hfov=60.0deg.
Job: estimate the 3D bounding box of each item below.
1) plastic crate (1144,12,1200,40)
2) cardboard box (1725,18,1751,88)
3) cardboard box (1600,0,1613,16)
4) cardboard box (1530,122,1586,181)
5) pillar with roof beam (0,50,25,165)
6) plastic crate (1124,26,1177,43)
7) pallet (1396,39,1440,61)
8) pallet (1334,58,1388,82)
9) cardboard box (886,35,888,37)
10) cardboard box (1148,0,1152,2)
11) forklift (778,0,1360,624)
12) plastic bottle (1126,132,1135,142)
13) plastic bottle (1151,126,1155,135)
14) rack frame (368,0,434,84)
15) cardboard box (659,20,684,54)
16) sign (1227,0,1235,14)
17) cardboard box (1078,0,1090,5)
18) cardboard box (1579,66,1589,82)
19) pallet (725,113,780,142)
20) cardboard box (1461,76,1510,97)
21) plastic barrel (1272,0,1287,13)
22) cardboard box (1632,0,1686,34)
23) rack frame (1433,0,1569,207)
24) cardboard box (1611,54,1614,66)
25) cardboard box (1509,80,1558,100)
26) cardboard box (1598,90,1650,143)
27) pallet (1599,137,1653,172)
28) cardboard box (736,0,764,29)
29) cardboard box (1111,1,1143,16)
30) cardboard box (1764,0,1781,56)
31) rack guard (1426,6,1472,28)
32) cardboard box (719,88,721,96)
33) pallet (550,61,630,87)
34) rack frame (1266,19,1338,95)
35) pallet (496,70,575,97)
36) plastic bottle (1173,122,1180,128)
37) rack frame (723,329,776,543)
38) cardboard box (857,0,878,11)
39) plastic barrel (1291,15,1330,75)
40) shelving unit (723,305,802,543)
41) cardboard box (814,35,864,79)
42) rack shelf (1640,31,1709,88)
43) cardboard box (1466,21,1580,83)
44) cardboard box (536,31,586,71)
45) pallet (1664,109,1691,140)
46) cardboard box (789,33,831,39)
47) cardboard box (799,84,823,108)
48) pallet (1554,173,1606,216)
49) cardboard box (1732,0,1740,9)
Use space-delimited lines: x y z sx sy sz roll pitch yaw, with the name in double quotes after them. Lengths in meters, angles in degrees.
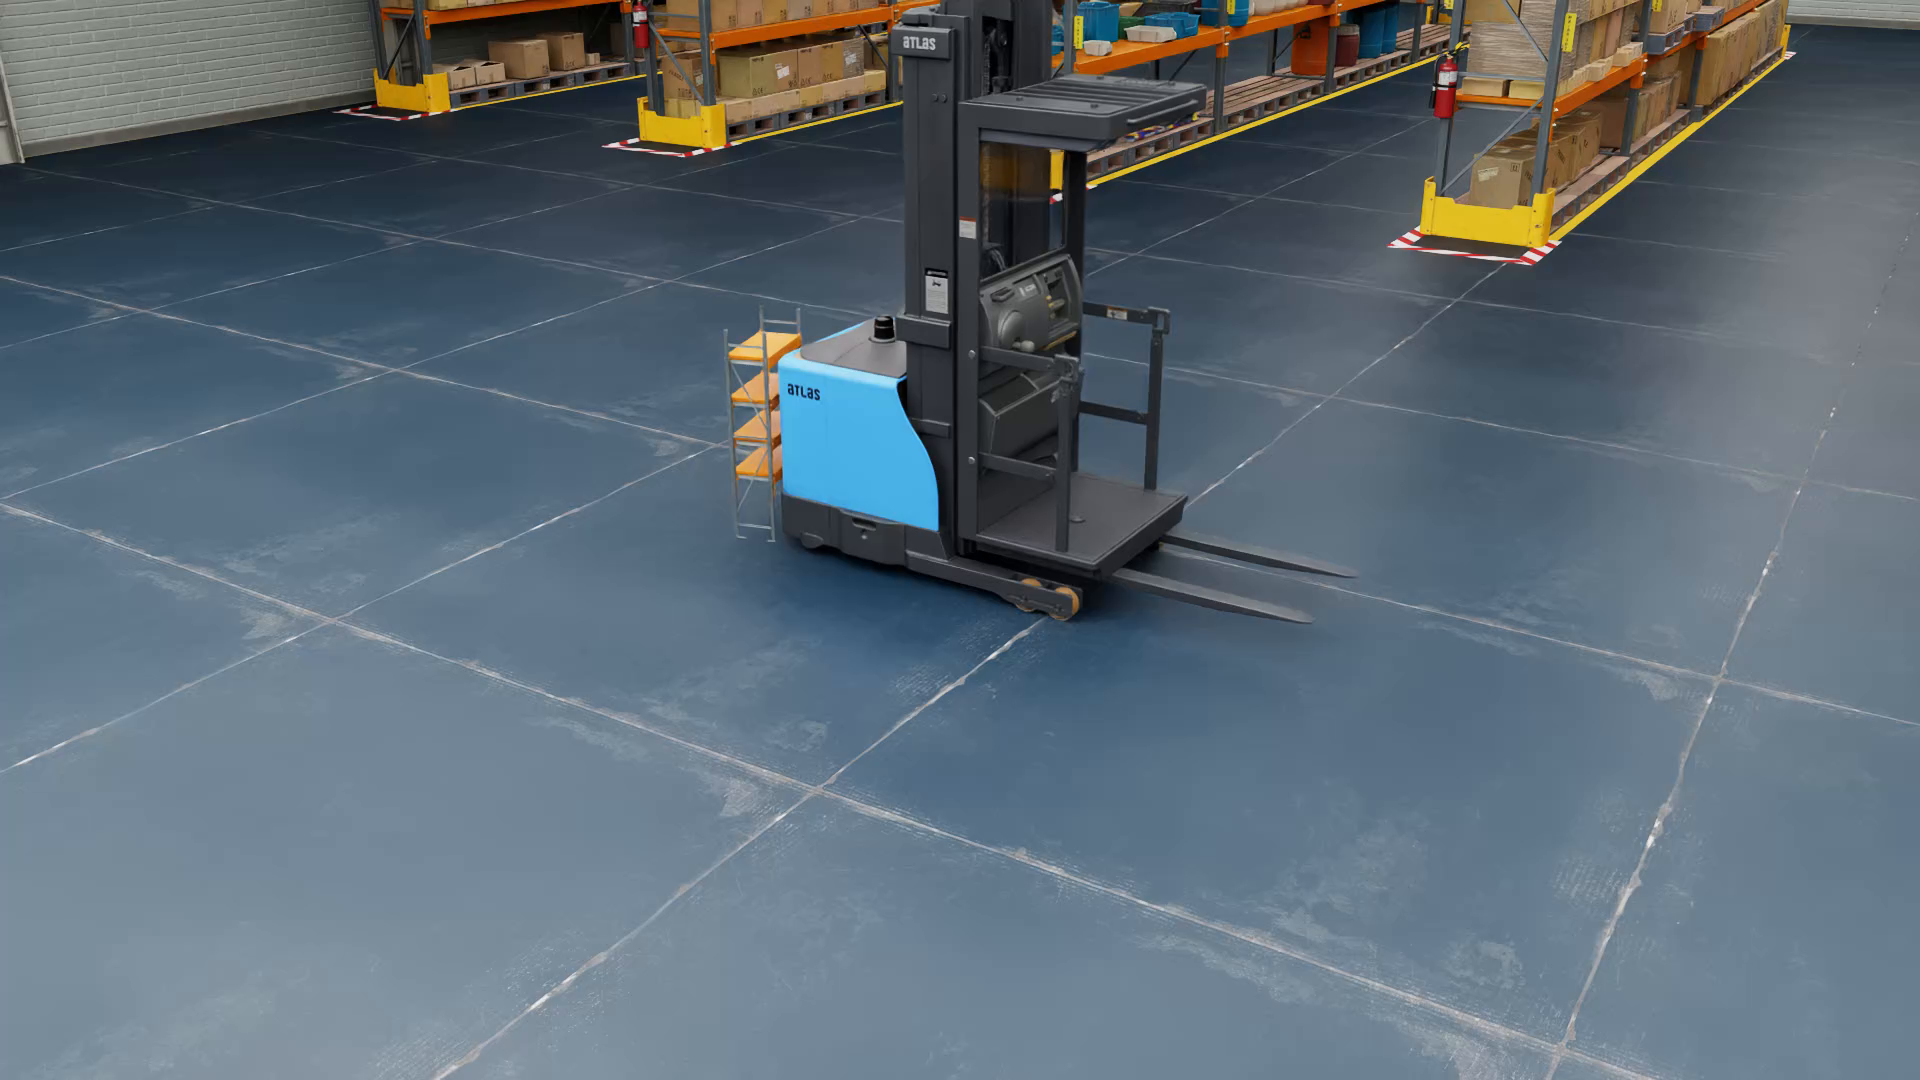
2.530 -6.147 19.861 0.499 0.251 0.616 14 27 29 "plastic crate"
10.520 -7.004 23.798 1.225 0.875 0.875 13 27 27 "cardboard box"
6.035 -5.364 16.106 0.500 0.500 0.500 14 27 29 "cardboard box"
6.290 -4.106 17.577 0.500 0.500 0.500 11 26 24 "cardboard box"
-7.517 -7.615 15.514 9.100 9.000 0.400 14 27 29 "pillar with roof beam"
2.242 -5.924 19.490 0.530 0.136 0.437 14 27 29 "plastic crate"
7.458 -8.323 28.209 1.003 0.211 1.213 14 27 29 "pallet"
6.018 -7.401 26.081 1.003 0.211 1.213 14 27 29 "pallet"
-0.818 -7.415 24.829 0.500 0.311 0.500 14 27 29 "cardboard box"
3.884 -10.077 31.339 0.797 0.503 0.637 14 27 29 "cardboard box"
0.540 -1.181 8.289 3.031 2.935 1.130 14 27 29 "forklift"
1.994 -4.792 19.425 0.097 0.271 0.097 0 23 0 "plastic bottle"
2.280 -4.943 19.861 0.097 0.201 0.097 0 23 0 "plastic bottle"
-7.643 -7.372 22.503 1.000 3.000 0.127 14 27 29 "rack frame"
-4.929 -8.214 27.040 0.700 0.500 0.500 13 27 28 "cardboard box"
3.345 -6.654 20.496 0.100 0.325 0.005 14 27 29 "sign"
1.907 -9.334 28.685 0.500 0.250 0.500 14 27 29 "cardboard box"
5.988 -4.612 16.444 0.380 0.149 0.250 14 27 29 "cardboard box"
-3.065 -5.322 21.278 1.003 0.211 1.213 14 27 29 "pallet"
4.956 -4.282 15.682 0.380 0.149 0.250 14 27 29 "cardboard box"
4.190 -7.379 22.348 0.433 0.535 0.433 0 23 0 "plastic barrel"
7.629 -6.315 18.777 1.000 1.000 1.000 14 27 29 "cardboard box"
4.981 -4.258 15.310 1.000 3.000 0.127 14 27 29 "rack frame"
6.624 -5.040 17.432 0.380 0.149 0.250 14 27 29 "cardboard box"
5.334 -4.189 15.466 0.380 0.149 0.250 14 27 29 "cardboard box"
7.701 -5.022 19.668 0.700 0.500 0.500 14 27 29 "cardboard box"
7.501 -4.591 19.590 1.003 0.211 1.213 14 27 29 "pallet"
-2.903 -6.714 20.858 0.700 0.500 0.500 15 27 30 "cardboard box"
2.880 -9.213 29.349 0.500 0.500 0.500 14 27 29 "cardboard box"
12.671 -8.336 26.875 0.875 0.875 0.875 14 27 29 "cardboard box"
9.215 -9.560 30.703 1.175 0.500 0.348 14 27 29 "rack guard"
-3.147 -5.680 21.528 0.500 0.250 0.500 14 27 29 "cardboard box"
-5.858 -7.208 25.635 1.003 0.211 1.213 14 27 29 "pallet"
4.993 -7.996 23.944 1.000 3.000 0.127 14 27 29 "rack frame"
-6.500 -6.795 24.680 1.003 0.211 1.213 14 27 29 "pallet"
2.637 -5.195 20.340 0.061 0.283 0.133 16 28 32 "plastic bottle"
-1.136 -0.551 9.013 0.240 1.200 0.015 7 24 15 "rack frame"
-1.552 -7.580 22.858 0.700 0.500 0.500 13 27 28 "cardboard box"
5.237 -7.361 24.682 0.600 0.830 0.708 14 27 29 "plastic barrel"
-1.068 -0.644 9.228 0.258 1.200 0.503 7 24 15 "shelving unit"
-1.655 -6.591 22.689 0.500 0.500 0.500 14 27 29 "cardboard box"
8.146 -5.953 20.130 1.077 0.370 4.000 14 27 29 "rack shelf"
5.295 -4.620 15.646 0.875 0.500 0.500 14 27 29 "cardboard box"
-6.047 -7.418 25.202 0.500 0.500 0.500 12 26 25 "cardboard box"
8.788 -5.415 21.492 1.003 0.211 1.213 14 27 29 "pallet"
-2.091 -6.699 22.937 0.500 0.500 0.500 14 27 29 "cardboard box"
-2.168 -5.906 22.050 0.500 0.250 0.500 14 27 29 "cardboard box"
6.124 -3.681 17.487 1.003 0.211 1.213 14 27 29 "pallet"
10.491 -7.627 22.967 0.500 0.500 0.500 14 27 29 "cardboard box"
